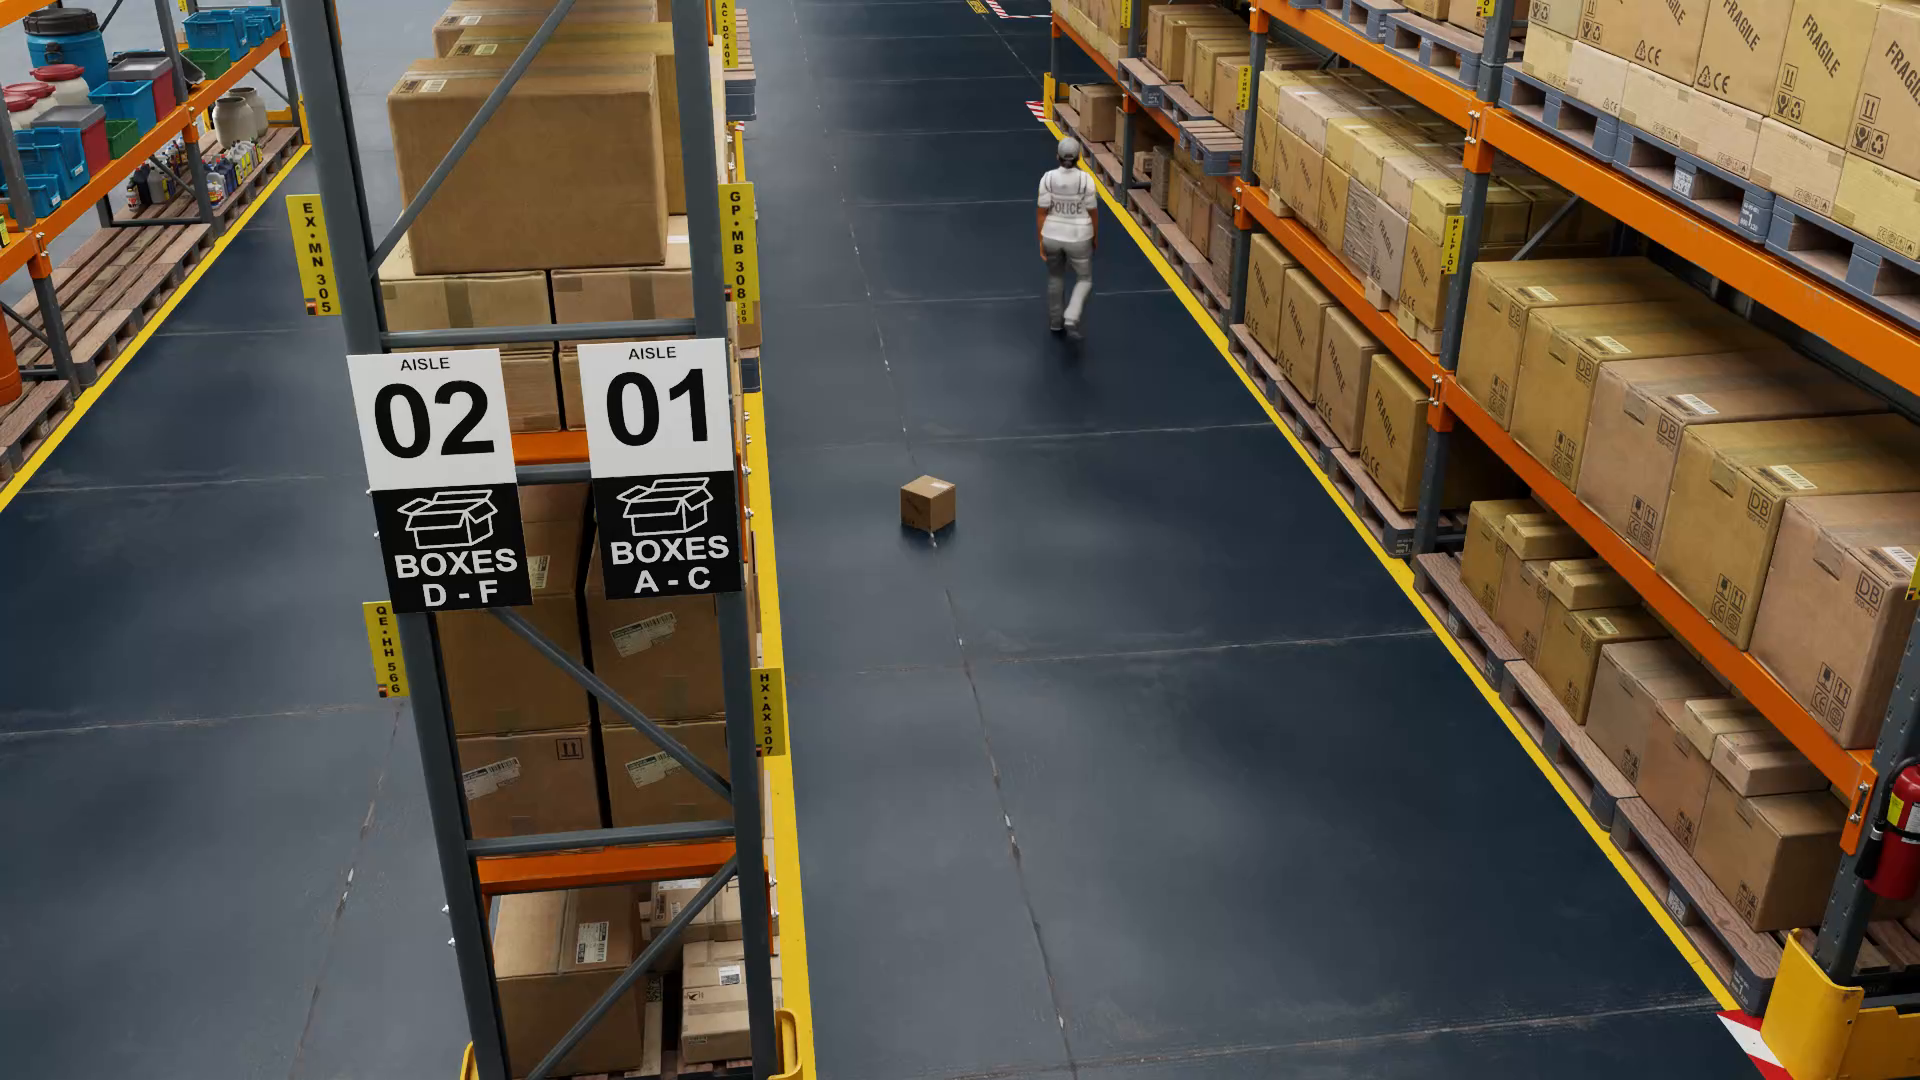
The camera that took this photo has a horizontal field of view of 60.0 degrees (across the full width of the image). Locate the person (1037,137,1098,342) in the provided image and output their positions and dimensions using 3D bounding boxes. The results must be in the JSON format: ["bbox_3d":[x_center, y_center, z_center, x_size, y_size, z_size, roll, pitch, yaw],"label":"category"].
[{"bbox_3d":[0.847,-2.387,13.209,0.483,1.634,0.788,8,28,15],"label":"person"}]
